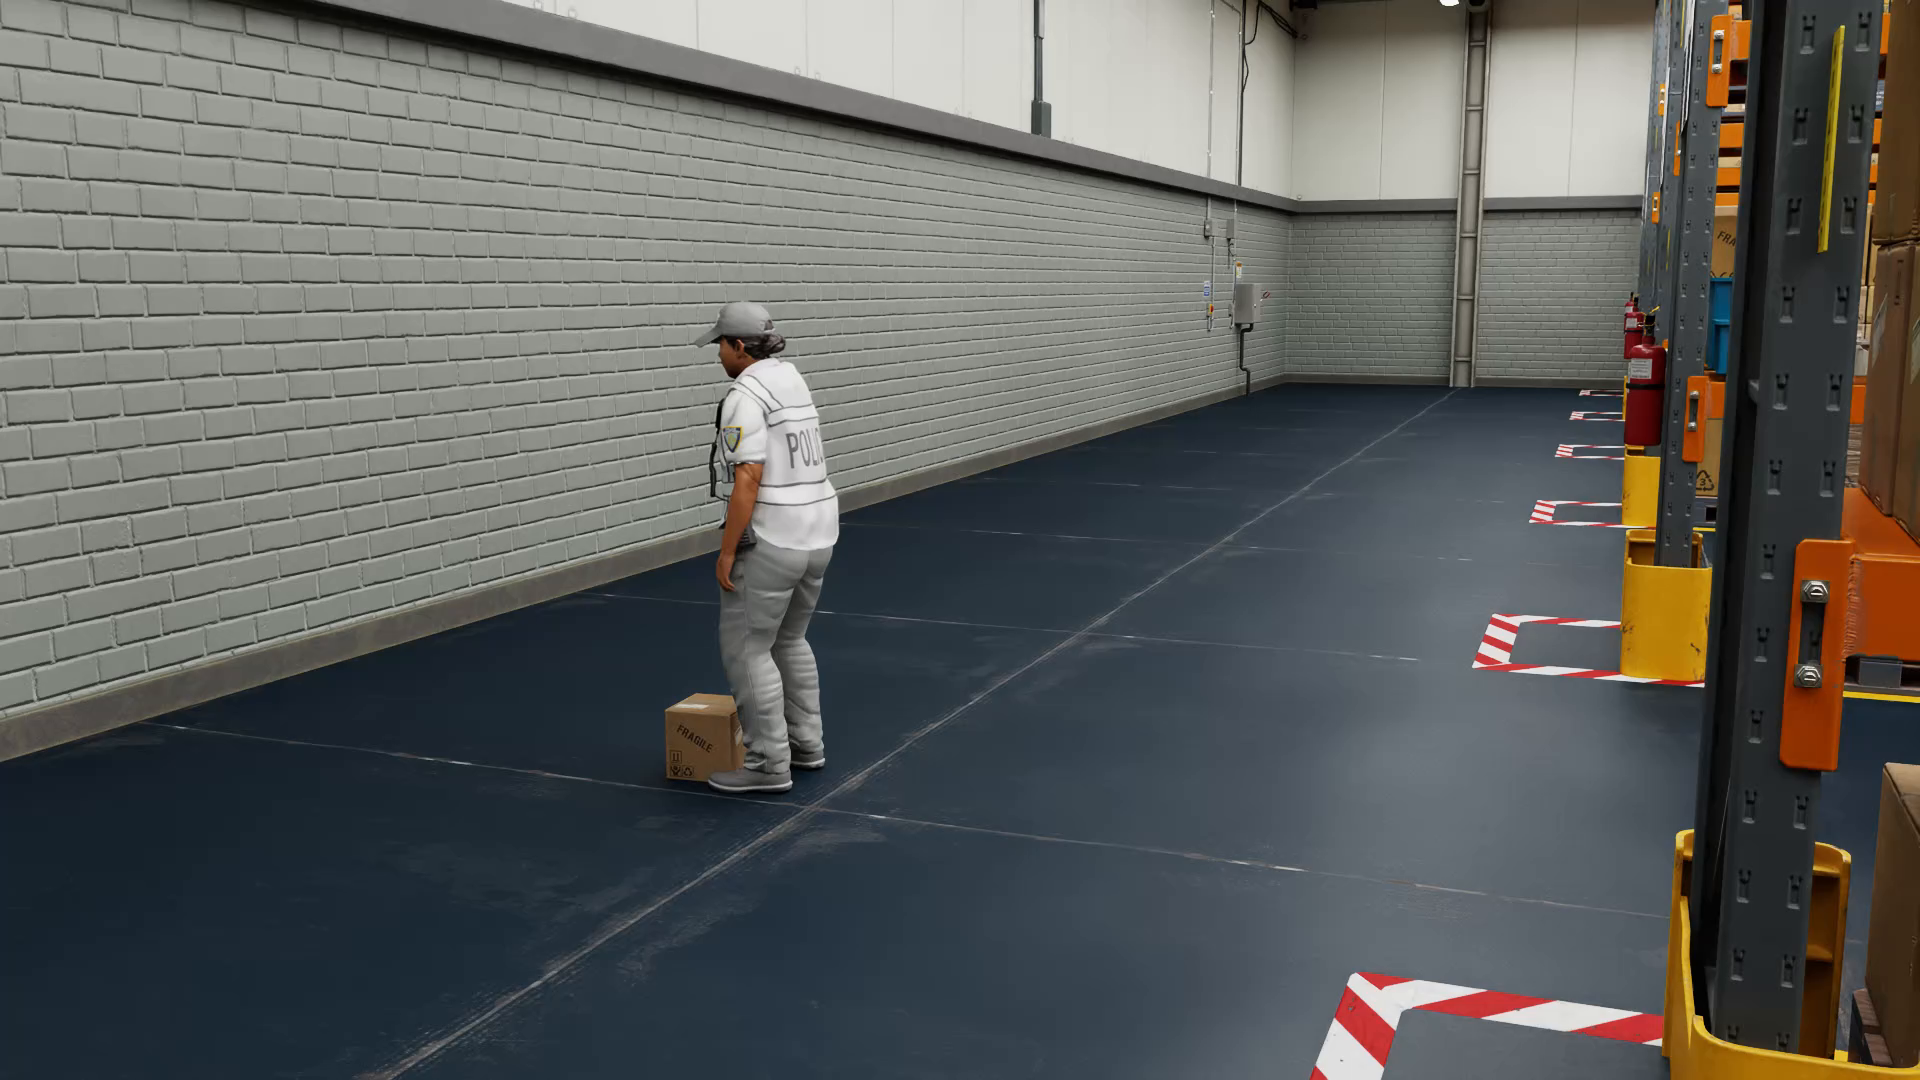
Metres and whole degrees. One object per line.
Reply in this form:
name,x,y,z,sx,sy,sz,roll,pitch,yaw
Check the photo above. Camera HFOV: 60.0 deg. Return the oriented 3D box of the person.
person,-0.670,0.016,5.730,0.465,1.666,0.538,3,9,21
